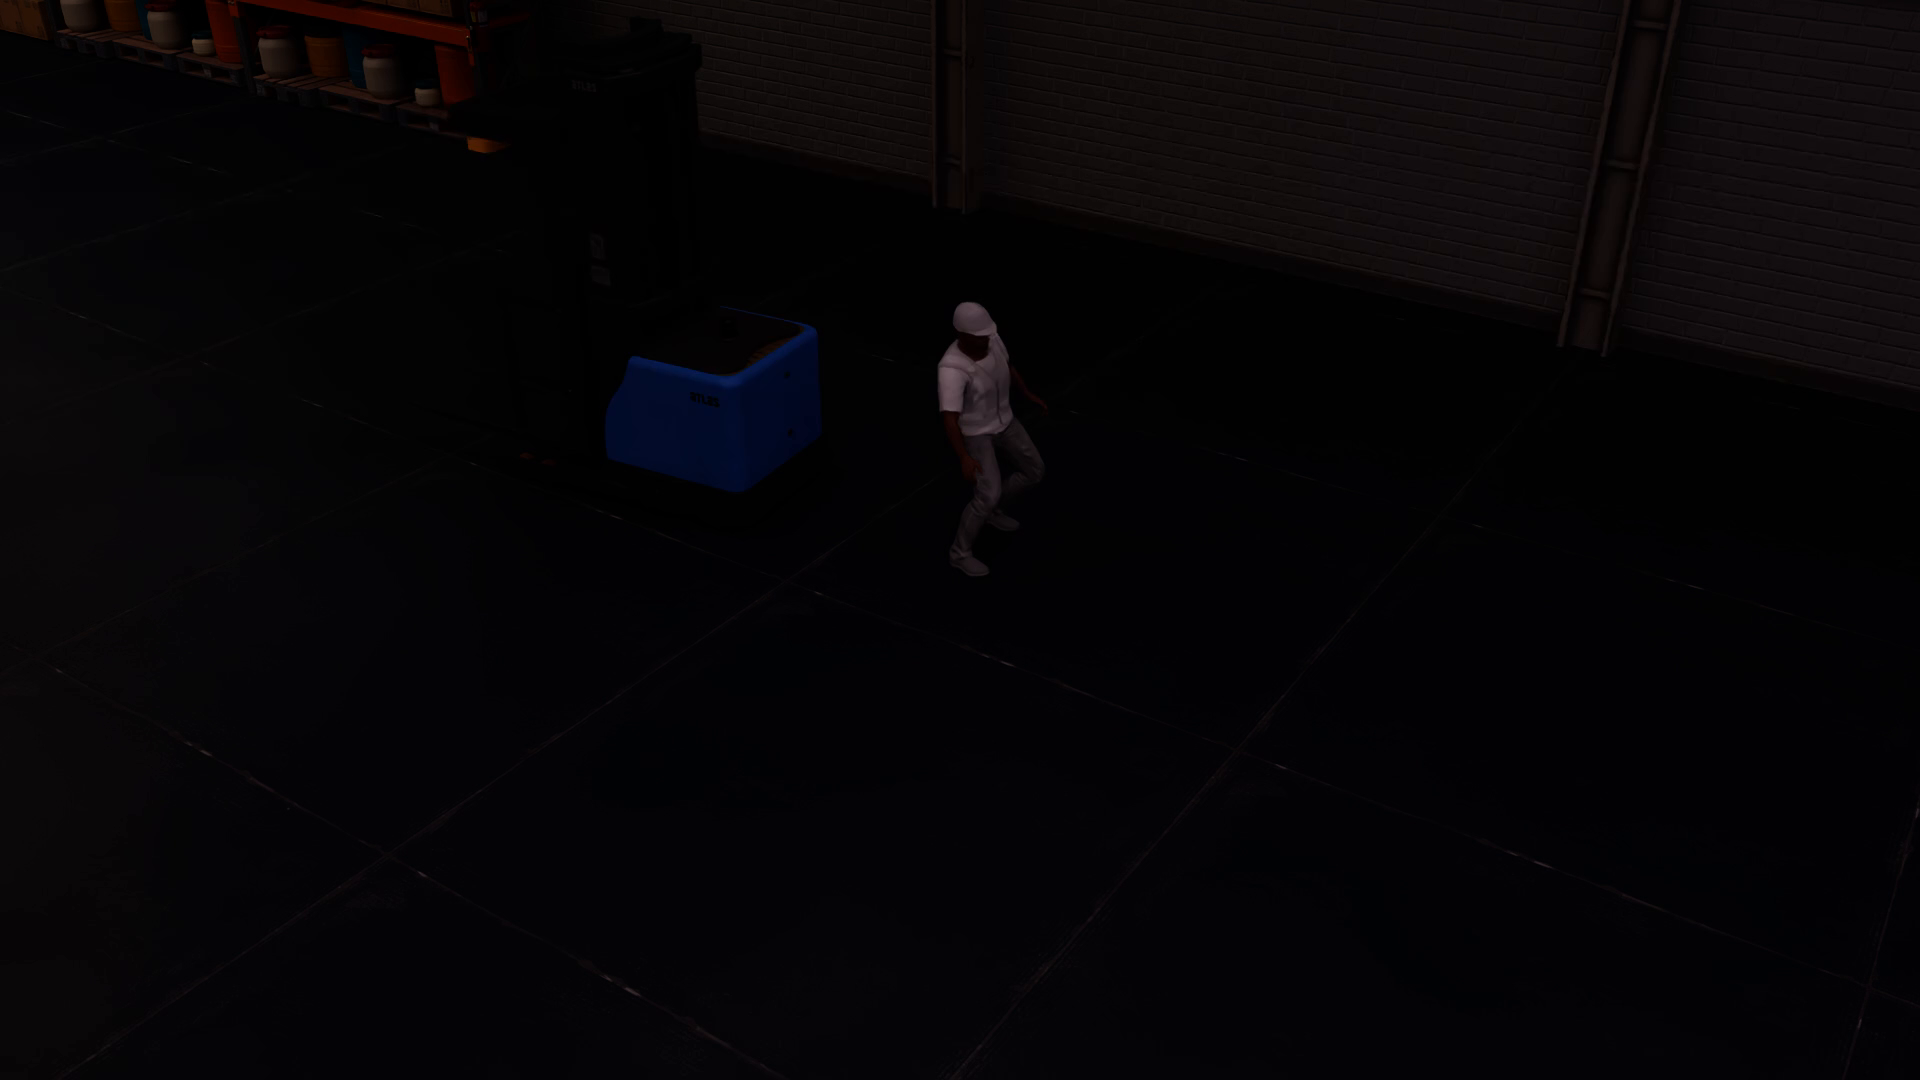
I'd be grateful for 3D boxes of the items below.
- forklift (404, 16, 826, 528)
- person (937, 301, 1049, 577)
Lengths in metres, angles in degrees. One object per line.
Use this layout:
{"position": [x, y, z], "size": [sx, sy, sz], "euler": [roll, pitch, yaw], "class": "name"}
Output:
{"position": [-2.447, -1.860, 10.784], "size": [3.031, 2.935, 1.130], "euler": [15, 33, 24], "class": "forklift"}
{"position": [0.157, -0.656, 10.005], "size": [0.548, 1.644, 0.912], "euler": [21, 36, 32], "class": "person"}
